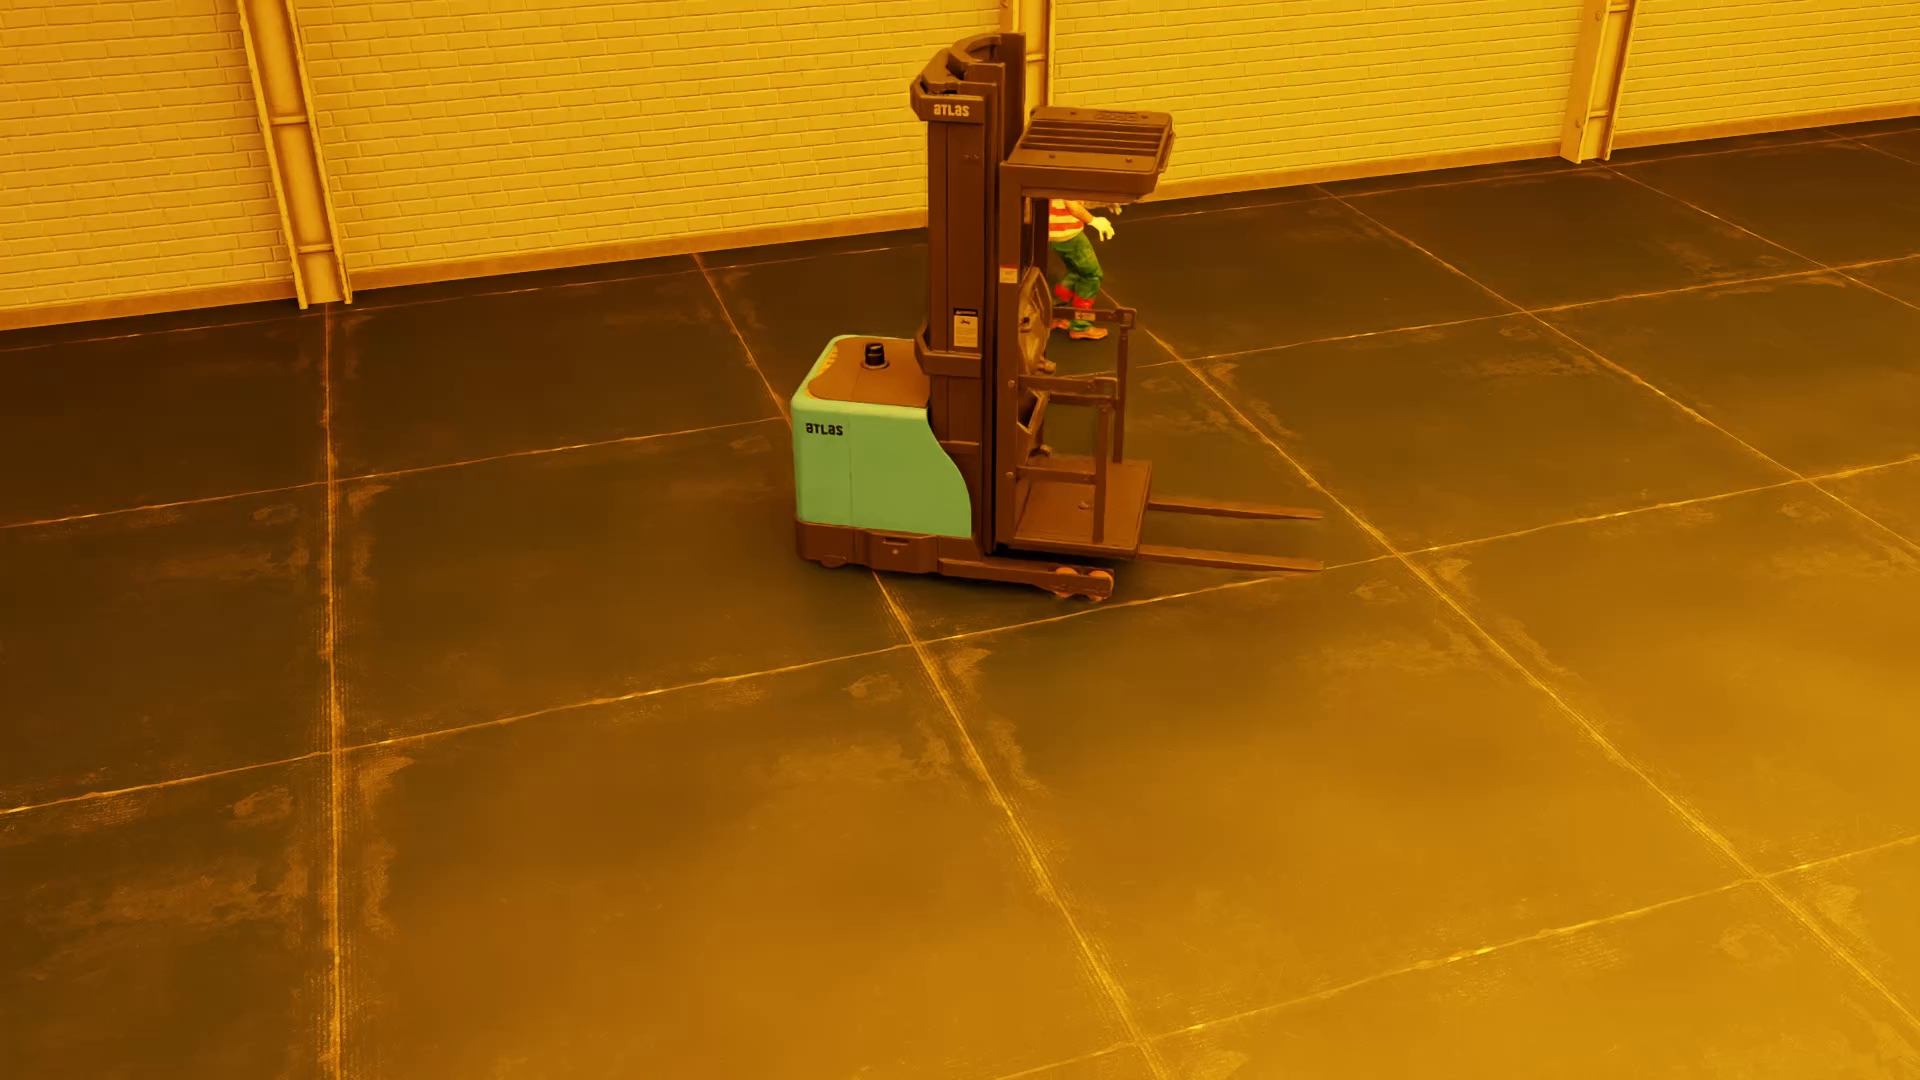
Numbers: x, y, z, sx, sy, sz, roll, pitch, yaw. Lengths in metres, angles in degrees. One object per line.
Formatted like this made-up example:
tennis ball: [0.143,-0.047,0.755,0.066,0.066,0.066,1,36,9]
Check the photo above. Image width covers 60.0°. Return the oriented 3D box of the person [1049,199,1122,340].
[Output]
person: [0.927,-2.306,12.356,0.675,1.722,0.784,-4,30,-6]

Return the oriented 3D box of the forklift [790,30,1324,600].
forklift: [0.604,-1.217,9.203,3.031,2.935,1.130,6,30,9]
